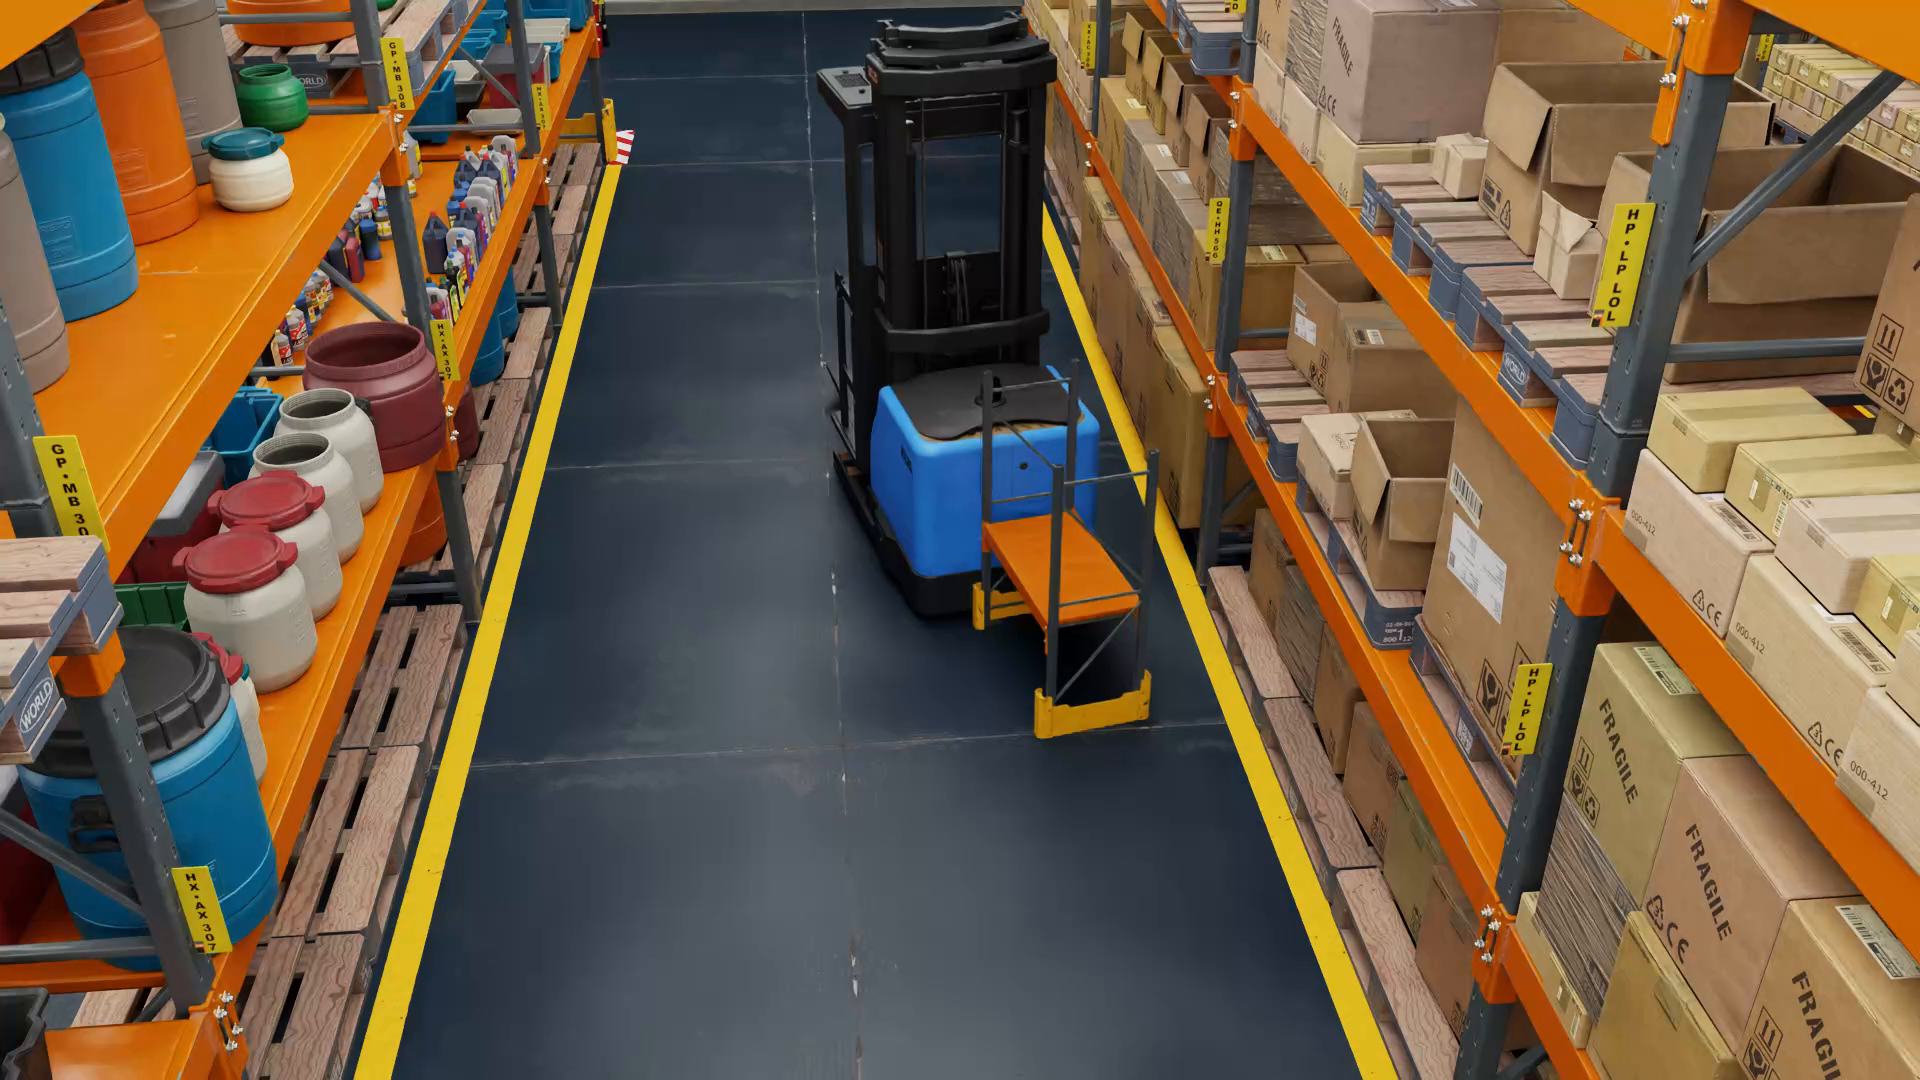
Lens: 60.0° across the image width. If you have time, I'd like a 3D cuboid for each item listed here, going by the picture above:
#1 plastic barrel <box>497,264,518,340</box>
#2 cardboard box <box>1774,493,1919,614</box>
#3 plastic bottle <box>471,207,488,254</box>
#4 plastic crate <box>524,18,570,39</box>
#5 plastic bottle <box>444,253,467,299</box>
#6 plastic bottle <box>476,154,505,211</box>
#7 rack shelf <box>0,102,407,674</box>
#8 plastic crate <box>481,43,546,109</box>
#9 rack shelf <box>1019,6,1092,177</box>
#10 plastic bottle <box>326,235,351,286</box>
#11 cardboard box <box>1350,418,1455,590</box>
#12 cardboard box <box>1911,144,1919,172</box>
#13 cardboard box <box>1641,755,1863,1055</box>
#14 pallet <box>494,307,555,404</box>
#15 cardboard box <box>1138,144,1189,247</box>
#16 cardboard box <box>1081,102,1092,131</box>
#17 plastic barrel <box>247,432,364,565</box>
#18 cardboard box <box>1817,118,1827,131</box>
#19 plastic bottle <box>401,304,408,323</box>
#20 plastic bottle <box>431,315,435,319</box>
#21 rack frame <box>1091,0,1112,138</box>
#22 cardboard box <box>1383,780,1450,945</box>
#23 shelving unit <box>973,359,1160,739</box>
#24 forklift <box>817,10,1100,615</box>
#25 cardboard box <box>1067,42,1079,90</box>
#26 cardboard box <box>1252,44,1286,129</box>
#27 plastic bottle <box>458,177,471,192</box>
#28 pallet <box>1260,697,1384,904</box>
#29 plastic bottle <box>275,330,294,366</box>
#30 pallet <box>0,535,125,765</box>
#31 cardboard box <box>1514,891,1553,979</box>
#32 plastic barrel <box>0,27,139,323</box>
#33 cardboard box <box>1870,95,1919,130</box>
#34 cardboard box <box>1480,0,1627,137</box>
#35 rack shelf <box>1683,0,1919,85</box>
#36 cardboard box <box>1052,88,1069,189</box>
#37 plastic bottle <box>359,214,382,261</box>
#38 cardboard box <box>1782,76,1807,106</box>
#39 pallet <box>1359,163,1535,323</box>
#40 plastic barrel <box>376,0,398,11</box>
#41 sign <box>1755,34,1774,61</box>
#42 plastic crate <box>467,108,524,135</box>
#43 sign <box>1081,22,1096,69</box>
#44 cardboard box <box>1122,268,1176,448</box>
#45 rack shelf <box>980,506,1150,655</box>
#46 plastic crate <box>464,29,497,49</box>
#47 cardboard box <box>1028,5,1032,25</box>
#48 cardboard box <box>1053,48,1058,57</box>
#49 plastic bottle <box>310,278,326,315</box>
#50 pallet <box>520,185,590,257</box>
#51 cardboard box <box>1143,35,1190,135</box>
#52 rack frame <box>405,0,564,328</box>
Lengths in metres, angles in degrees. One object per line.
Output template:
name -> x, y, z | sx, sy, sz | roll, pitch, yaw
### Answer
plastic barrel -> -3.437, -1.882, 11.612 | 0.600, 0.901, 0.708 | -3, 31, -5
cardboard box -> 2.028, 0.025, 3.615 | 0.380, 0.149, 0.250 | -3, 31, -4
plastic bottle -> -2.930, -1.898, 10.116 | 0.061, 0.283, 0.133 | -3, 31, -5
plastic crate -> -3.588, -4.428, 14.437 | 0.396, 0.136, 0.243 | -3, 31, -5
plastic bottle -> -2.877, -1.502, 9.466 | 0.097, 0.271, 0.097 | 0, 31, 0
plastic bottle -> -3.042, -2.312, 10.743 | 0.144, 0.351, 0.185 | -3, 31, -5
rack shelf -> -2.910, -0.796, 5.935 | 1.077, 0.370, 4.000 | -3, 31, -5
plastic crate -> -3.305, -3.402, 12.399 | 0.402, 0.464, 0.583 | -3, 31, -5
rack shelf -> 1.274, -3.830, 13.939 | 1.077, 0.370, 4.000 | -3, 31, -5
plastic bottle -> -3.640, -1.670, 9.669 | 0.144, 0.351, 0.185 | -3, 31, -5
cardboard box -> 1.954, -0.139, 6.547 | 0.797, 0.503, 0.637 | 0, 31, 0
cardboard box -> 6.160, -2.351, 10.306 | 0.380, 0.149, 0.250 | -2, 31, -3
cardboard box -> 2.045, 0.864, 4.016 | 0.500, 0.500, 0.500 | -3, 31, -5
pallet -> -3.440, -1.288, 11.700 | 1.003, 0.211, 1.213 | -3, 31, -5
cardboard box -> 1.402, -2.138, 10.308 | 0.500, 0.500, 0.500 | -2, 31, -4
cardboard box -> 1.106, -3.150, 12.344 | 0.380, 0.149, 0.250 | -3, 31, -4
plastic barrel -> -2.749, -0.157, 6.978 | 0.421, 0.512, 0.421 | 0, 31, 0
cardboard box -> 6.061, -2.756, 11.275 | 0.380, 0.149, 0.250 | -2, 31, -4
plastic bottle -> -2.981, -1.210, 9.045 | 0.097, 0.201, 0.097 | 0, 31, 0
plastic bottle -> -2.808, -1.100, 8.860 | 0.097, 0.201, 0.097 | 0, 31, 0
rack frame -> 1.460, -3.118, 12.045 | 1.000, 3.000, 0.127 | -3, 31, -5
cardboard box -> 2.146, 1.292, 6.671 | 0.700, 0.500, 0.500 | -3, 31, -5
shelving unit -> 0.504, 0.024, 8.247 | 0.587, 1.500, 1.083 | -9, 32, -15
forklift -> -0.156, -1.598, 9.567 | 1.130, 2.935, 3.031 | -9, 32, -14
cardboard box -> 1.107, -3.658, 12.806 | 0.500, 0.250, 0.500 | -2, 31, -3
cardboard box -> 1.625, -2.047, 7.473 | 0.500, 0.250, 0.500 | -2, 31, -4
plastic bottle -> -3.153, -2.180, 10.601 | 0.097, 0.271, 0.097 | 0, 31, 0
pallet -> 2.017, 1.142, 7.633 | 1.003, 0.211, 1.213 | -3, 31, -5
plastic bottle -> -3.552, -0.999, 8.691 | 0.097, 0.201, 0.097 | 0, 31, 0
pallet -> -2.559, 0.361, 3.480 | 1.213, 0.211, 1.003 | -3, 31, -5
cardboard box -> 1.929, 1.198, 5.064 | 0.380, 0.149, 0.250 | -3, 31, -5
plastic barrel -> -3.109, -1.216, 5.447 | 0.600, 0.901, 0.708 | -3, 31, -5
cardboard box -> 6.109, -2.749, 10.682 | 0.380, 0.149, 0.250 | -2, 31, -3
cardboard box -> 2.218, -1.875, 6.453 | 0.500, 0.500, 0.500 | -2, 31, -4
rack shelf -> 2.395, -0.278, 2.144 | 1.077, 0.370, 4.000 | -3, 31, -5
cardboard box -> 1.311, -3.641, 14.583 | 0.875, 0.875, 0.875 | -3, 31, -5
plastic bottle -> -3.553, -1.827, 10.009 | 0.097, 0.271, 0.097 | 0, 31, 0
cardboard box -> 6.013, -3.149, 11.642 | 0.380, 0.149, 0.250 | -3, 31, -6
pallet -> 2.156, -1.090, 5.908 | 1.213, 0.211, 1.003 | -3, 31, -5
plastic barrel -> -2.967, -2.792, 8.316 | 0.294, 0.245, 0.294 | 0, 31, 0
sign -> 5.869, -3.646, 12.084 | 0.100, 0.325, 0.005 | -3, 31, -5
plastic crate -> -3.372, -3.038, 12.109 | 0.396, 0.136, 0.243 | -3, 31, -5
sign -> 0.908, -3.496, 11.757 | 0.100, 0.325, 0.005 | -3, 31, -5
cardboard box -> 1.715, -1.153, 10.417 | 1.225, 0.875, 0.875 | -3, 31, -4
rack shelf -> 0.506, 0.183, 8.331 | 0.538, 0.185, 1.000 | -9, 32, -15
plastic crate -> -4.026, -4.063, 13.732 | 0.416, 0.233, 0.300 | -3, 31, -5
cardboard box -> 0.817, -4.724, 14.979 | 0.380, 0.149, 0.250 | -3, 31, -5
cardboard box -> 0.963, -3.936, 13.660 | 0.380, 0.149, 0.250 | -2, 31, -4
plastic bottle -> -3.619, -1.365, 9.305 | 0.097, 0.201, 0.097 | 0, 31, 0
pallet -> -3.695, -2.682, 14.033 | 1.003, 0.211, 1.213 | -3, 31, -5
cardboard box -> 1.581, -2.915, 10.629 | 0.797, 0.503, 0.637 | -2, 31, -4
rack frame -> -3.471, -2.881, 11.648 | 1.000, 3.000, 0.127 | -3, 31, -5
